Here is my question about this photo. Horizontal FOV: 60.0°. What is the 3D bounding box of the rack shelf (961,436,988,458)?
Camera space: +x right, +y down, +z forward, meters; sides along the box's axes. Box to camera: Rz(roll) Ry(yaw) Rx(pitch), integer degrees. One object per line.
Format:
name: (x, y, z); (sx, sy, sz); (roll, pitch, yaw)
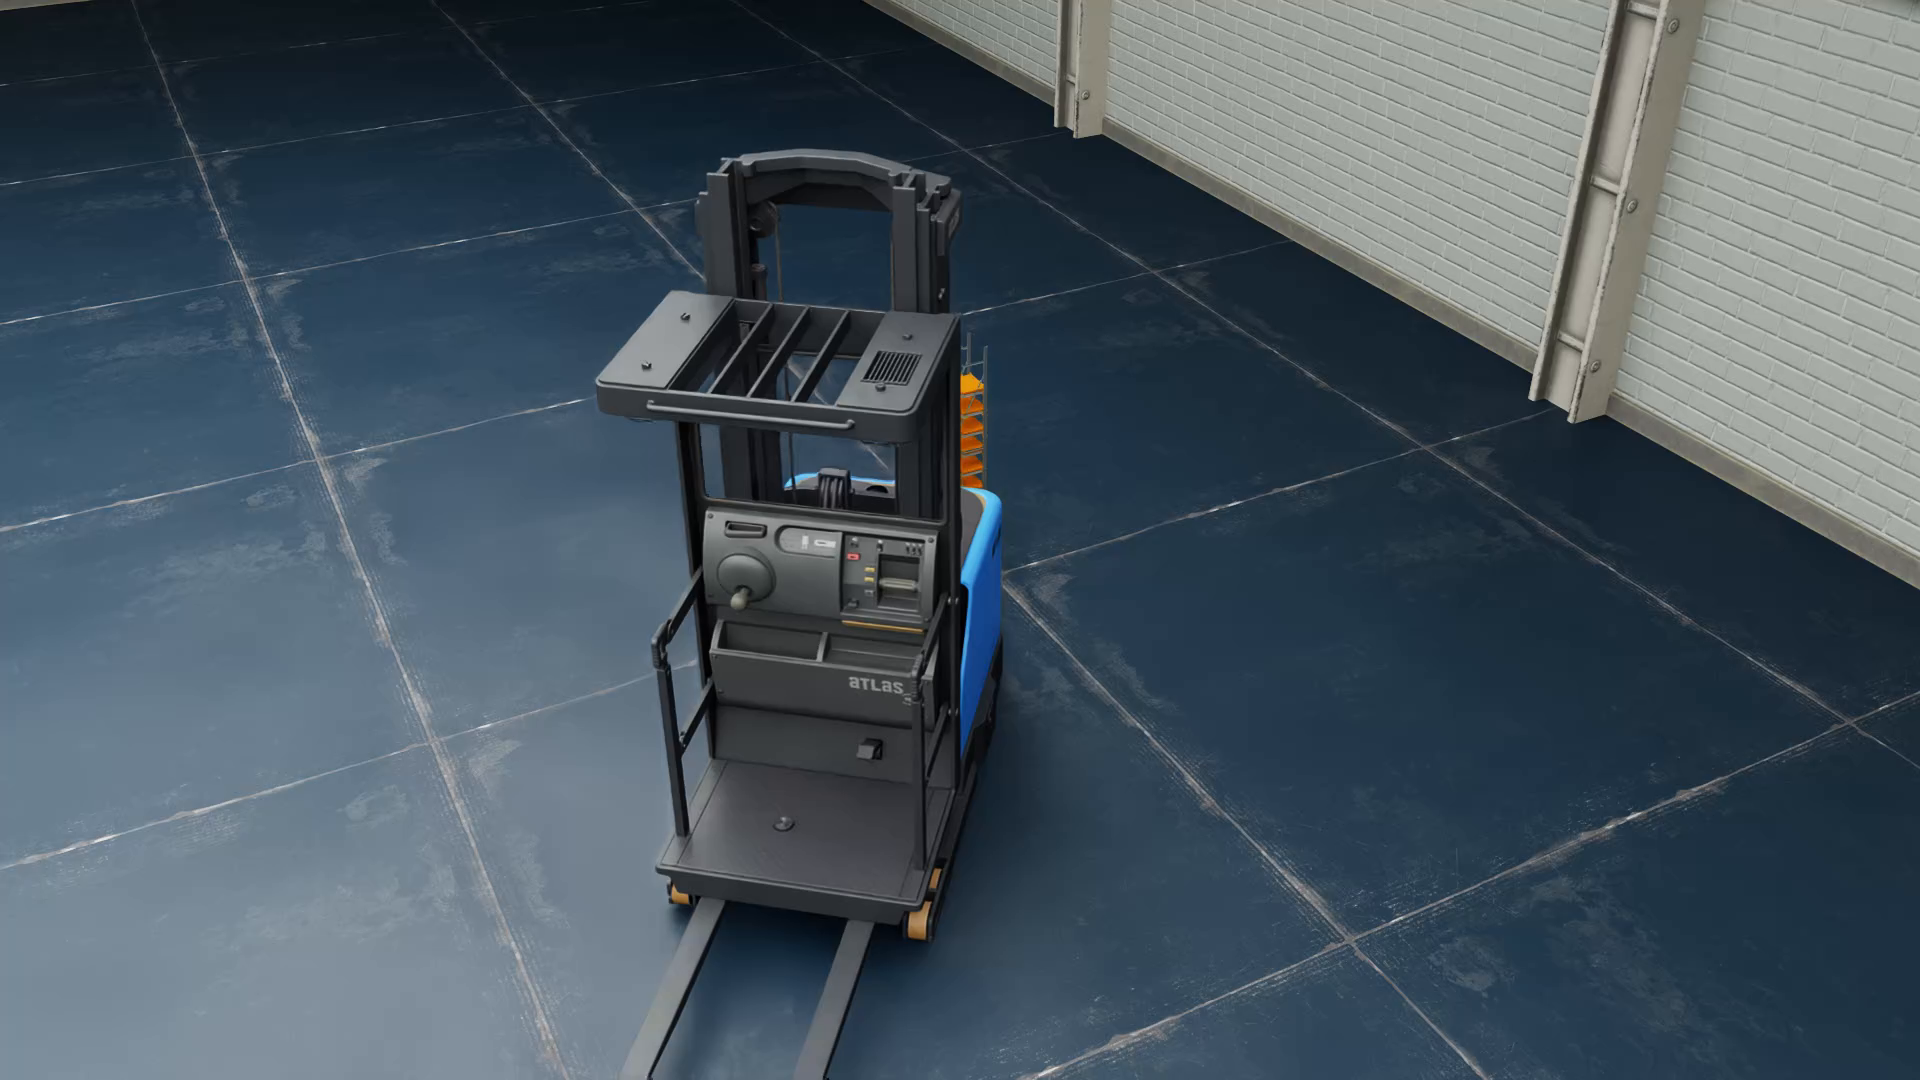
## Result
rack shelf: (-0.007, -0.475, 8.980); (0.258, 0.103, 0.180); (-16, 36, -23)

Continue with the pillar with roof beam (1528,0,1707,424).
pillar with roof beam: (0.071, -3.566, 6.494); (9.100, 9.000, 0.400); (-16, 36, -23)

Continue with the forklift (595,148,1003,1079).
forklift: (-0.588, 0.167, 6.290); (1.130, 2.935, 3.031); (6, 33, 10)

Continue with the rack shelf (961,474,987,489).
rack shelf: (-0.007, -0.273, 9.109); (0.258, 0.103, 0.180); (-16, 36, -23)

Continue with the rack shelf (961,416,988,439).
rack shelf: (-0.007, -0.576, 8.915); (0.258, 0.103, 0.180); (-16, 36, -23)

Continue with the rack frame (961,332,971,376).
rack frame: (-0.049, -0.556, 9.024); (0.240, 1.200, 0.006); (-16, 36, -23)

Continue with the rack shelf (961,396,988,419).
rack shelf: (-0.007, -0.677, 8.850); (0.258, 0.103, 0.180); (-16, 36, -23)

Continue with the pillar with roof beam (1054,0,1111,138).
pillar with roof beam: (-2.726, -6.430, 10.963); (9.100, 9.000, 0.400); (-16, 36, -23)

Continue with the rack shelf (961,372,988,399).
rack shelf: (-0.007, -0.778, 8.786); (0.258, 0.103, 0.180); (-16, 36, -23)

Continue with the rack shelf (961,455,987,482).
rack shelf: (-0.007, -0.374, 9.044); (0.258, 0.103, 0.180); (-16, 36, -23)

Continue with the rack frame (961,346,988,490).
rack frame: (0.036, -0.468, 8.888); (0.240, 1.200, 0.006); (-16, 36, -23)

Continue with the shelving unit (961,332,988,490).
shelving unit: (-0.007, -0.512, 8.956); (0.258, 1.200, 0.189); (-16, 36, -23)
